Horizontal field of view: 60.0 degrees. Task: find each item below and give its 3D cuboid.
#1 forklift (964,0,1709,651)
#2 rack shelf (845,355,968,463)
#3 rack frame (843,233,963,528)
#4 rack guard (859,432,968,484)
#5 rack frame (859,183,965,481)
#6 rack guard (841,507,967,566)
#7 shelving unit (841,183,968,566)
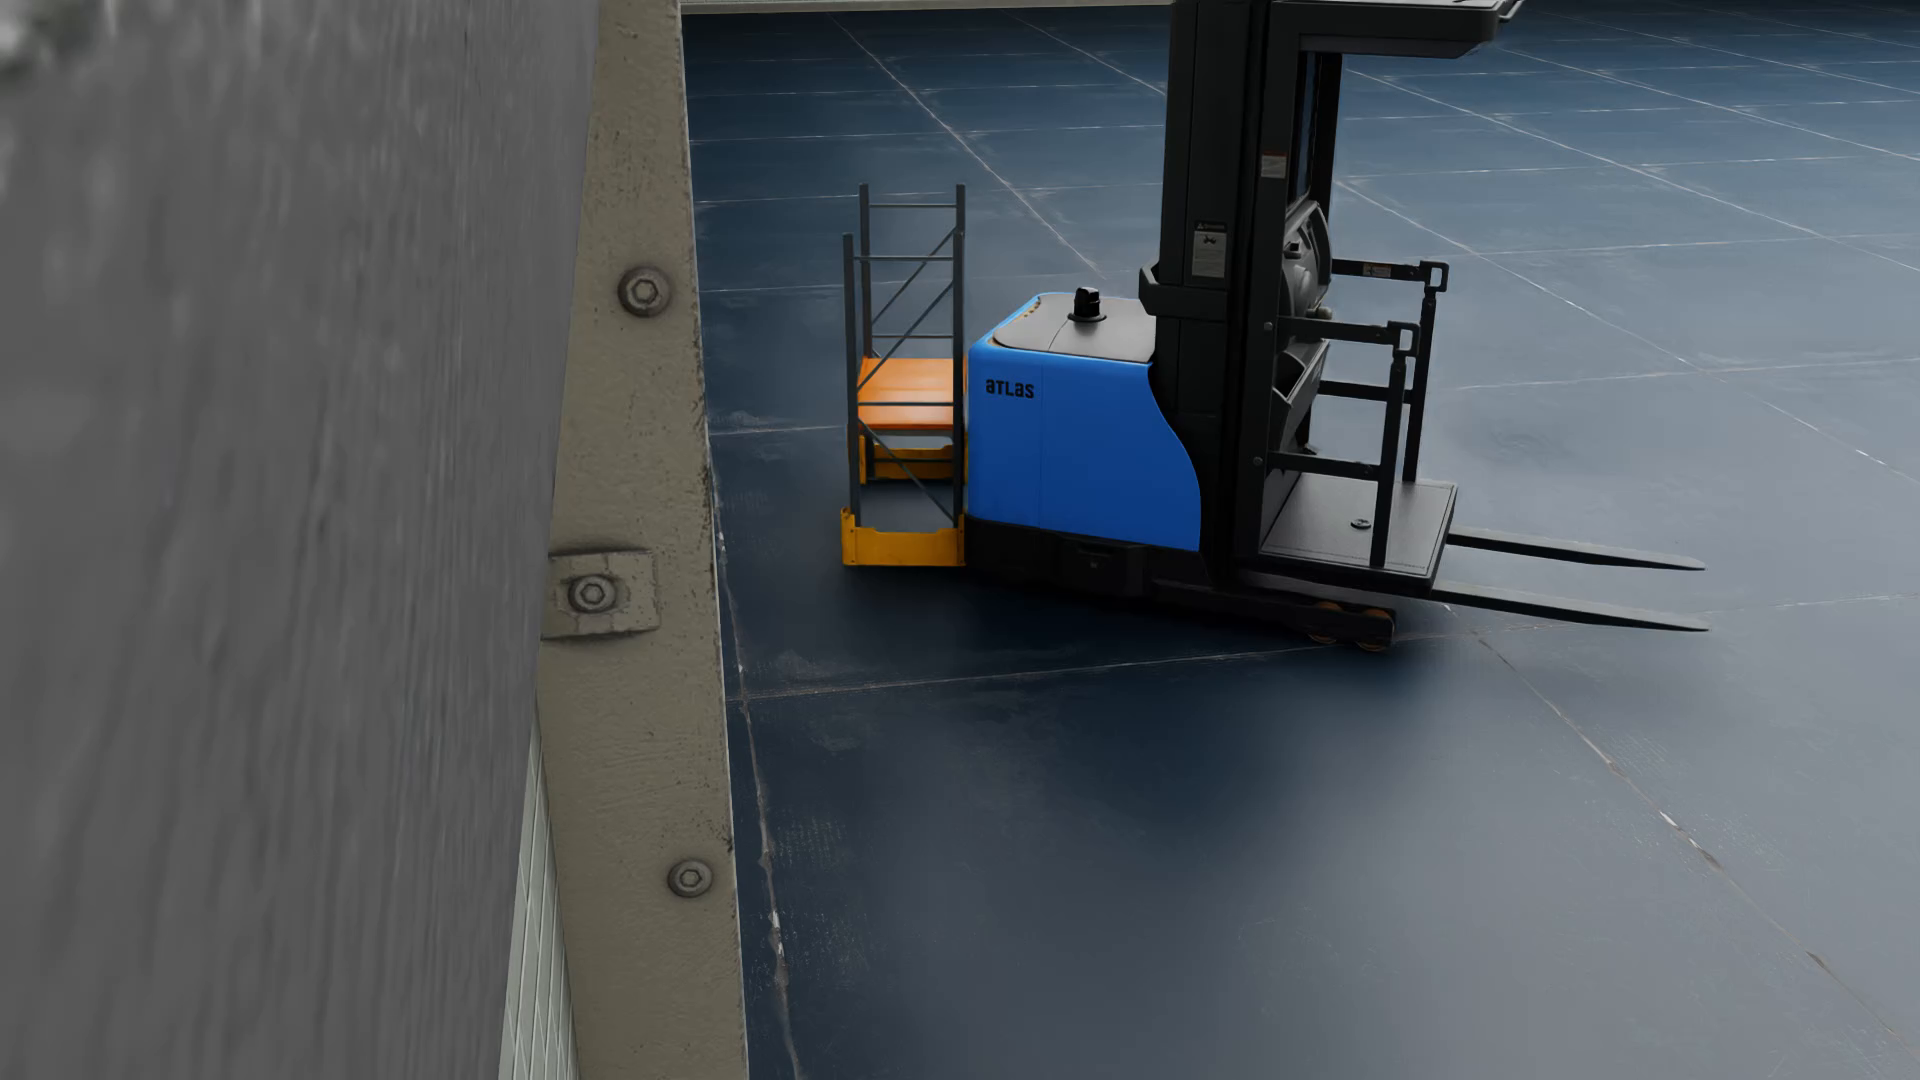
[{"bbox_3d":[1.590,-1.134,6.685,3.031,2.935,1.130,9,25,19],"label":"forklift"},{"bbox_3d":[-0.231,-0.626,7.760,0.538,0.185,1.000,0,24,1],"label":"rack shelf"},{"bbox_3d":[-0.237,-0.588,7.222,0.500,1.500,0.032,0,24,1],"label":"rack frame"},{"bbox_3d":[-0.225,-0.414,8.386,0.587,0.250,0.087,0,24,1],"label":"rack guard"},{"bbox_3d":[-0.225,-0.995,8.154,0.500,1.500,0.032,0,24,1],"label":"rack frame"},{"bbox_3d":[-0.237,-0.016,7.473,0.587,0.250,0.087,0,24,1],"label":"rack guard"},{"bbox_3d":[-0.231,-0.788,7.679,0.587,1.500,1.083,0,24,1],"label":"shelving unit"}]
